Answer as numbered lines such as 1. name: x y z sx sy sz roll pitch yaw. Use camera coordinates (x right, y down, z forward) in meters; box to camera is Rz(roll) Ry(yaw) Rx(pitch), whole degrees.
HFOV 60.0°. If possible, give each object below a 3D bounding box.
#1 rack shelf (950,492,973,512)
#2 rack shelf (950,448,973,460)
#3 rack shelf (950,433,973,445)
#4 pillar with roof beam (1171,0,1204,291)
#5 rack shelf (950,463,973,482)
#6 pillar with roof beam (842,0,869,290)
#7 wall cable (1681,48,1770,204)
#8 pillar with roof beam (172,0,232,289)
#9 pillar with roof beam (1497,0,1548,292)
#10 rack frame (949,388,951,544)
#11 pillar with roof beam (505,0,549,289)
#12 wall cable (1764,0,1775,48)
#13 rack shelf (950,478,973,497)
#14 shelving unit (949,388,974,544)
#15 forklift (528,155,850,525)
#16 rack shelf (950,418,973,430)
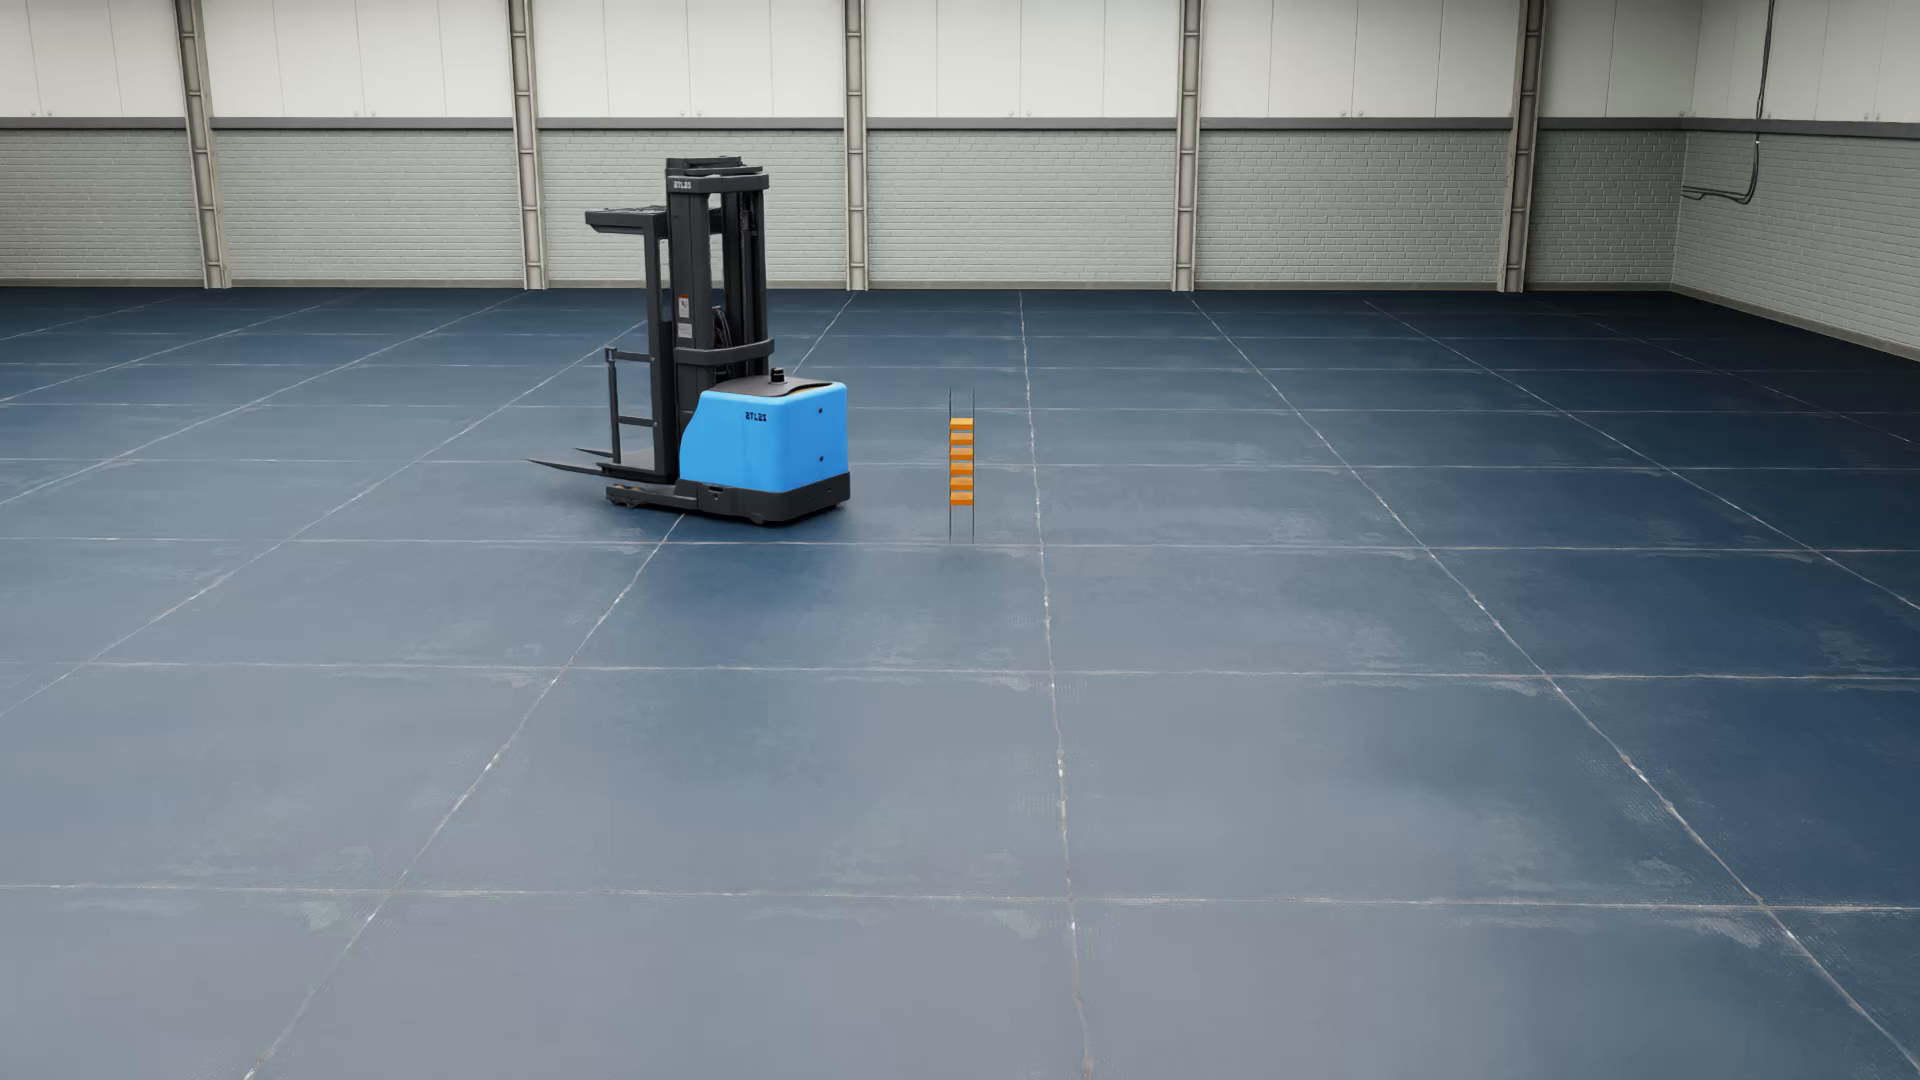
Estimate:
1. rack shelf: 0.014 -0.305 13.153 0.180 0.103 0.258 0 15 1
2. rack shelf: 0.014 -0.653 13.062 0.180 0.103 0.258 0 15 1
3. rack shelf: 0.014 -0.769 13.031 0.180 0.103 0.258 0 15 1
4. pillar with roof beam: 3.996 -7.865 25.404 0.400 9.000 9.100 0 15 1
5. rack shelf: 0.014 -0.537 13.092 0.180 0.103 0.258 0 15 1
6. pillar with roof beam: -2.002 -7.904 25.552 0.400 9.000 9.100 0 15 1
7. wall cable: 13.015 -7.066 28.462 0.112 2.526 3.097 0 15 1
8. pillar with roof beam: -13.998 -7.982 25.849 0.400 9.000 9.100 0 15 1
9. pillar with roof beam: 9.994 -7.826 25.256 0.400 9.000 9.100 0 15 1
10. rack frame: -0.077 -0.581 13.083 0.006 1.200 0.240 0 15 1
11. pillar with roof beam: -8.000 -7.943 25.701 0.400 9.000 9.100 0 15 1
12. wall cable: 12.946 -8.818 25.203 0.112 2.526 3.097 0 15 1
13. rack shelf: 0.014 -0.421 13.123 0.180 0.103 0.258 0 15 1
14. shelving unit: 0.014 -0.580 13.081 0.189 1.200 0.258 0 15 1
15. forklift: -2.471 -1.803 14.323 3.031 2.935 1.130 9 17 30
16. rack shelf: 0.014 -0.885 13.000 0.180 0.103 0.258 0 15 1
